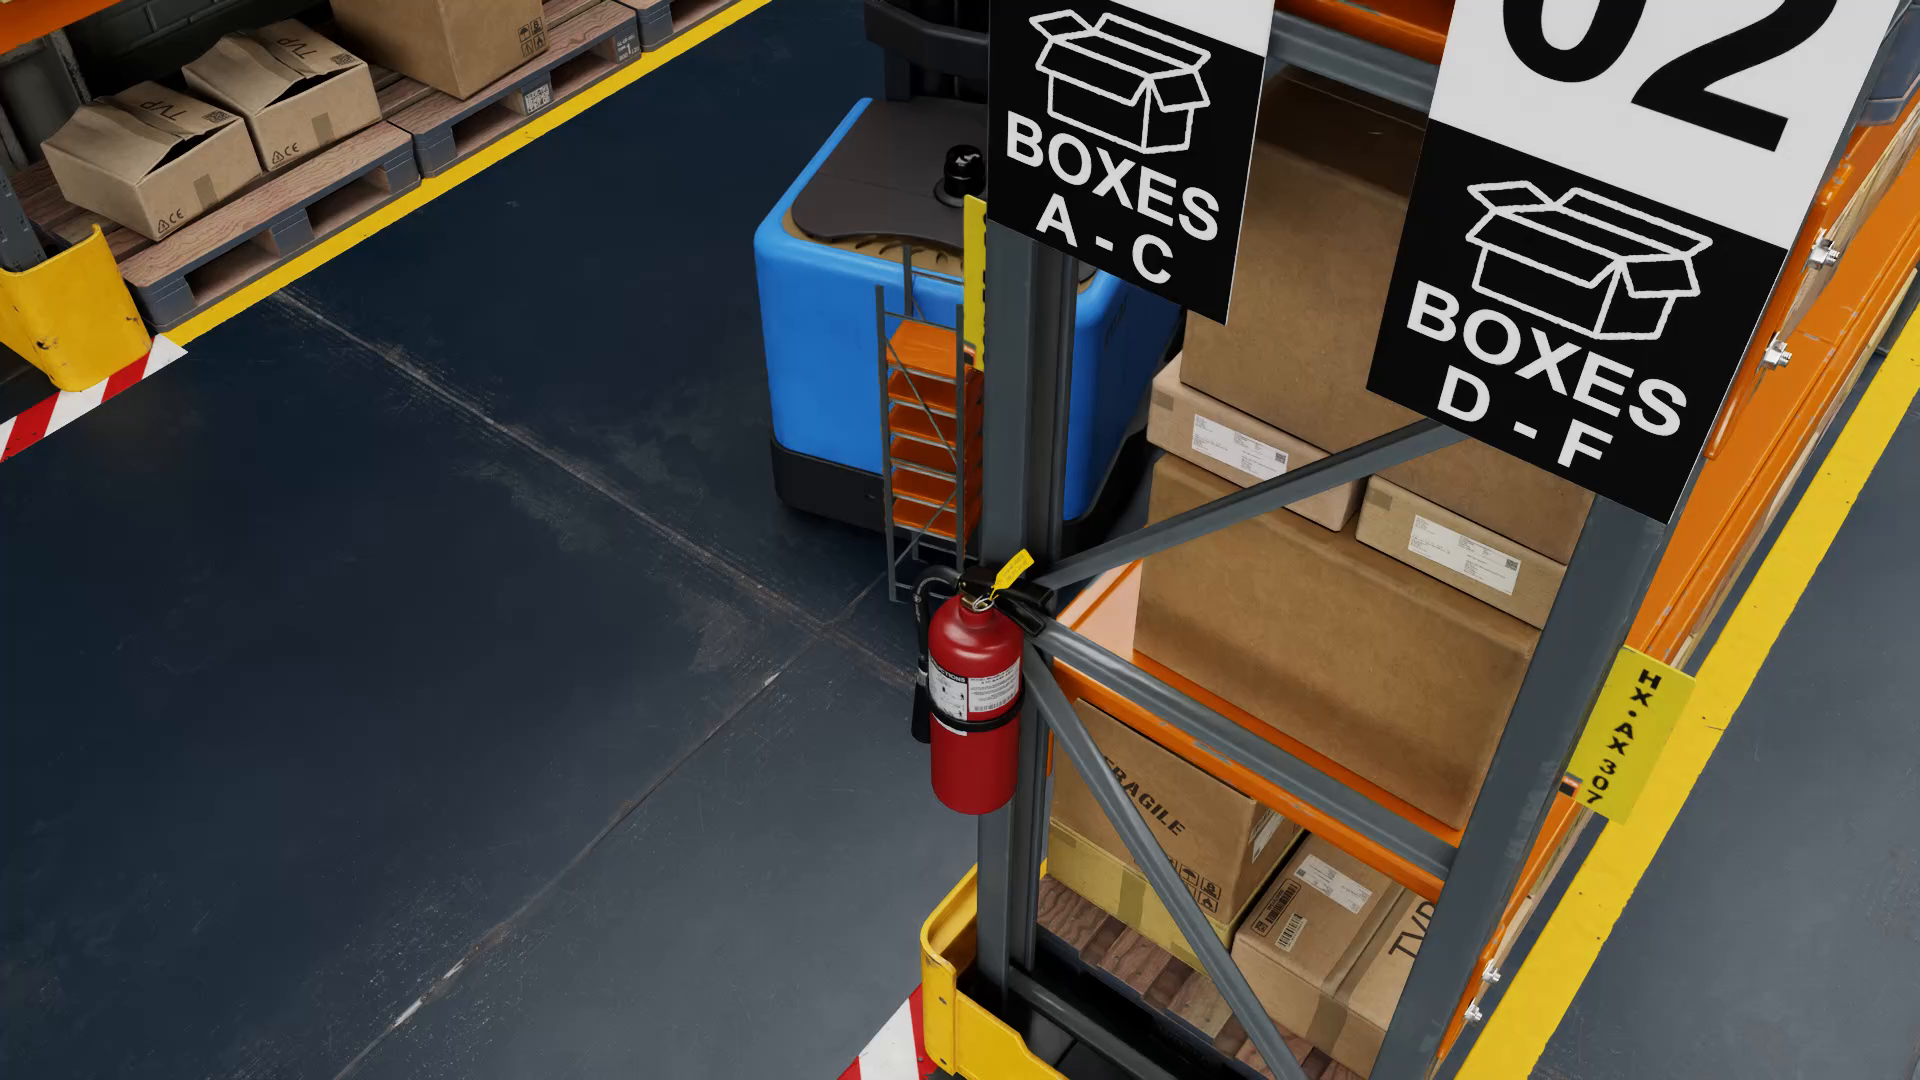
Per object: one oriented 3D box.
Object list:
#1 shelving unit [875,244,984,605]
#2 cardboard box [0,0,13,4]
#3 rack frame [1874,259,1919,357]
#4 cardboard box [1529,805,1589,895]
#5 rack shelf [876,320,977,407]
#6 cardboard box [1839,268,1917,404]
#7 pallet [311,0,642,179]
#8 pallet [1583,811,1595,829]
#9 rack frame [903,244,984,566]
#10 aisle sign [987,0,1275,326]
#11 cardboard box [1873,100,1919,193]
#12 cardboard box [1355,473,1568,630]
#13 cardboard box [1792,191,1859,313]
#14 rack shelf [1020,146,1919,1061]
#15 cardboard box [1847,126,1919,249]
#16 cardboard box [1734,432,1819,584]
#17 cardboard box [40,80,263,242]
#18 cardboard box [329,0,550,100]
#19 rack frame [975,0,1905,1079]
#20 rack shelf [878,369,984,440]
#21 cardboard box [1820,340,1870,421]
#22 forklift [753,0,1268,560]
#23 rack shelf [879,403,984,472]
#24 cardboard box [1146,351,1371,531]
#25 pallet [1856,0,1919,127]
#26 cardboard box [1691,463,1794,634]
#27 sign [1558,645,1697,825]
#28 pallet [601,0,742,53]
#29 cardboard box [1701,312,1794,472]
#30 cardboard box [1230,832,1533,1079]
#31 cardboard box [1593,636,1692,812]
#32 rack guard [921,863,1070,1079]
[{"bbox_3d":[-0.069,-0.262,4.670,0.258,1.200,0.189,16,48,14],"label":"shelving unit"},{"bbox_3d":[-2.905,-1.934,5.113,0.500,0.250,0.500,28,52,24],"label":"cardboard box"},{"bbox_3d":[2.913,-1.941,5.029,1.000,3.000,0.127,29,53,25],"label":"rack frame"},{"bbox_3d":[1.276,0.398,3.888,0.500,0.500,0.500,29,53,25],"label":"cardboard box"},{"bbox_3d":[-0.069,-0.480,4.442,0.258,0.103,0.180,16,48,14],"label":"rack shelf"},{"bbox_3d":[2.803,-0.774,5.526,0.500,0.250,0.500,29,53,25],"label":"cardboard box"},{"bbox_3d":[-2.137,-2.064,7.076,1.003,0.211,1.213,29,53,25],"label":"pallet"},{"bbox_3d":[1.648,0.160,4.951,1.003,0.211,1.213,29,53,25],"label":"pallet"},{"bbox_3d":[-0.036,-0.324,4.729,0.240,1.200,0.006,16,48,14],"label":"rack frame"},{"bbox_3d":[0.195,-0.642,1.991,0.394,0.787,0.004,29,53,25],"label":"aisle sign"},{"bbox_3d":[1.818,-0.919,3.536,0.380,0.149,0.250,30,53,25],"label":"cardboard box"},{"bbox_3d":[0.878,-0.040,2.696,0.380,0.149,0.250,29,53,25],"label":"cardboard box"},{"bbox_3d":[1.508,-0.631,3.261,0.380,0.149,0.250,28,52,24],"label":"cardboard box"},{"bbox_3d":[1.690,-0.548,4.196,1.077,0.370,4.000,29,53,25],"label":"rack shelf"},{"bbox_3d":[2.020,-1.129,4.184,0.700,0.500,0.500,30,53,26],"label":"cardboard box"},{"bbox_3d":[2.195,-0.200,4.977,0.500,0.250,0.500,29,53,25],"label":"cardboard box"},{"bbox_3d":[-2.960,-1.419,6.086,0.500,0.311,0.500,24,51,21],"label":"cardboard box"},{"bbox_3d":[-2.124,-2.208,6.709,0.700,0.500,0.500,26,52,23],"label":"cardboard box"},{"bbox_3d":[0.468,0.348,2.843,1.000,3.000,0.127,29,53,25],"label":"rack frame"},{"bbox_3d":[-0.069,-0.397,4.529,0.258,0.103,0.180,16,48,14],"label":"rack shelf"},{"bbox_3d":[2.488,-0.752,4.987,0.500,0.500,0.500,29,53,25],"label":"cardboard box"},{"bbox_3d":[0.414,-1.977,5.111,1.130,2.935,3.031,16,48,14],"label":"forklift"},{"bbox_3d":[-0.069,-0.314,4.616,0.258,0.103,0.180,16,48,14],"label":"rack shelf"},{"bbox_3d":[0.550,-0.213,2.862,0.380,0.149,0.250,28,53,24],"label":"cardboard box"},{"bbox_3d":[0.920,-1.051,2.166,1.003,0.211,1.213,29,53,25],"label":"pallet"},{"bbox_3d":[1.891,-0.172,4.432,0.500,0.500,0.500,29,53,25],"label":"cardboard box"},{"bbox_3d":[0.903,0.271,2.264,0.100,0.325,0.005,29,53,25],"label":"sign"},{"bbox_3d":[-1.392,-2.765,7.746,1.003,0.211,1.213,29,53,25],"label":"pallet"},{"bbox_3d":[1.389,-0.532,3.615,0.700,0.500,0.500,30,53,25],"label":"cardboard box"},{"bbox_3d":[0.972,0.944,3.885,0.500,0.250,0.500,29,53,25],"label":"cardboard box"},{"bbox_3d":[1.580,0.371,4.433,0.500,0.250,0.500,29,53,25],"label":"cardboard box"},{"bbox_3d":[0.453,1.225,3.734,1.175,0.500,0.348,29,53,25],"label":"rack guard"}]
